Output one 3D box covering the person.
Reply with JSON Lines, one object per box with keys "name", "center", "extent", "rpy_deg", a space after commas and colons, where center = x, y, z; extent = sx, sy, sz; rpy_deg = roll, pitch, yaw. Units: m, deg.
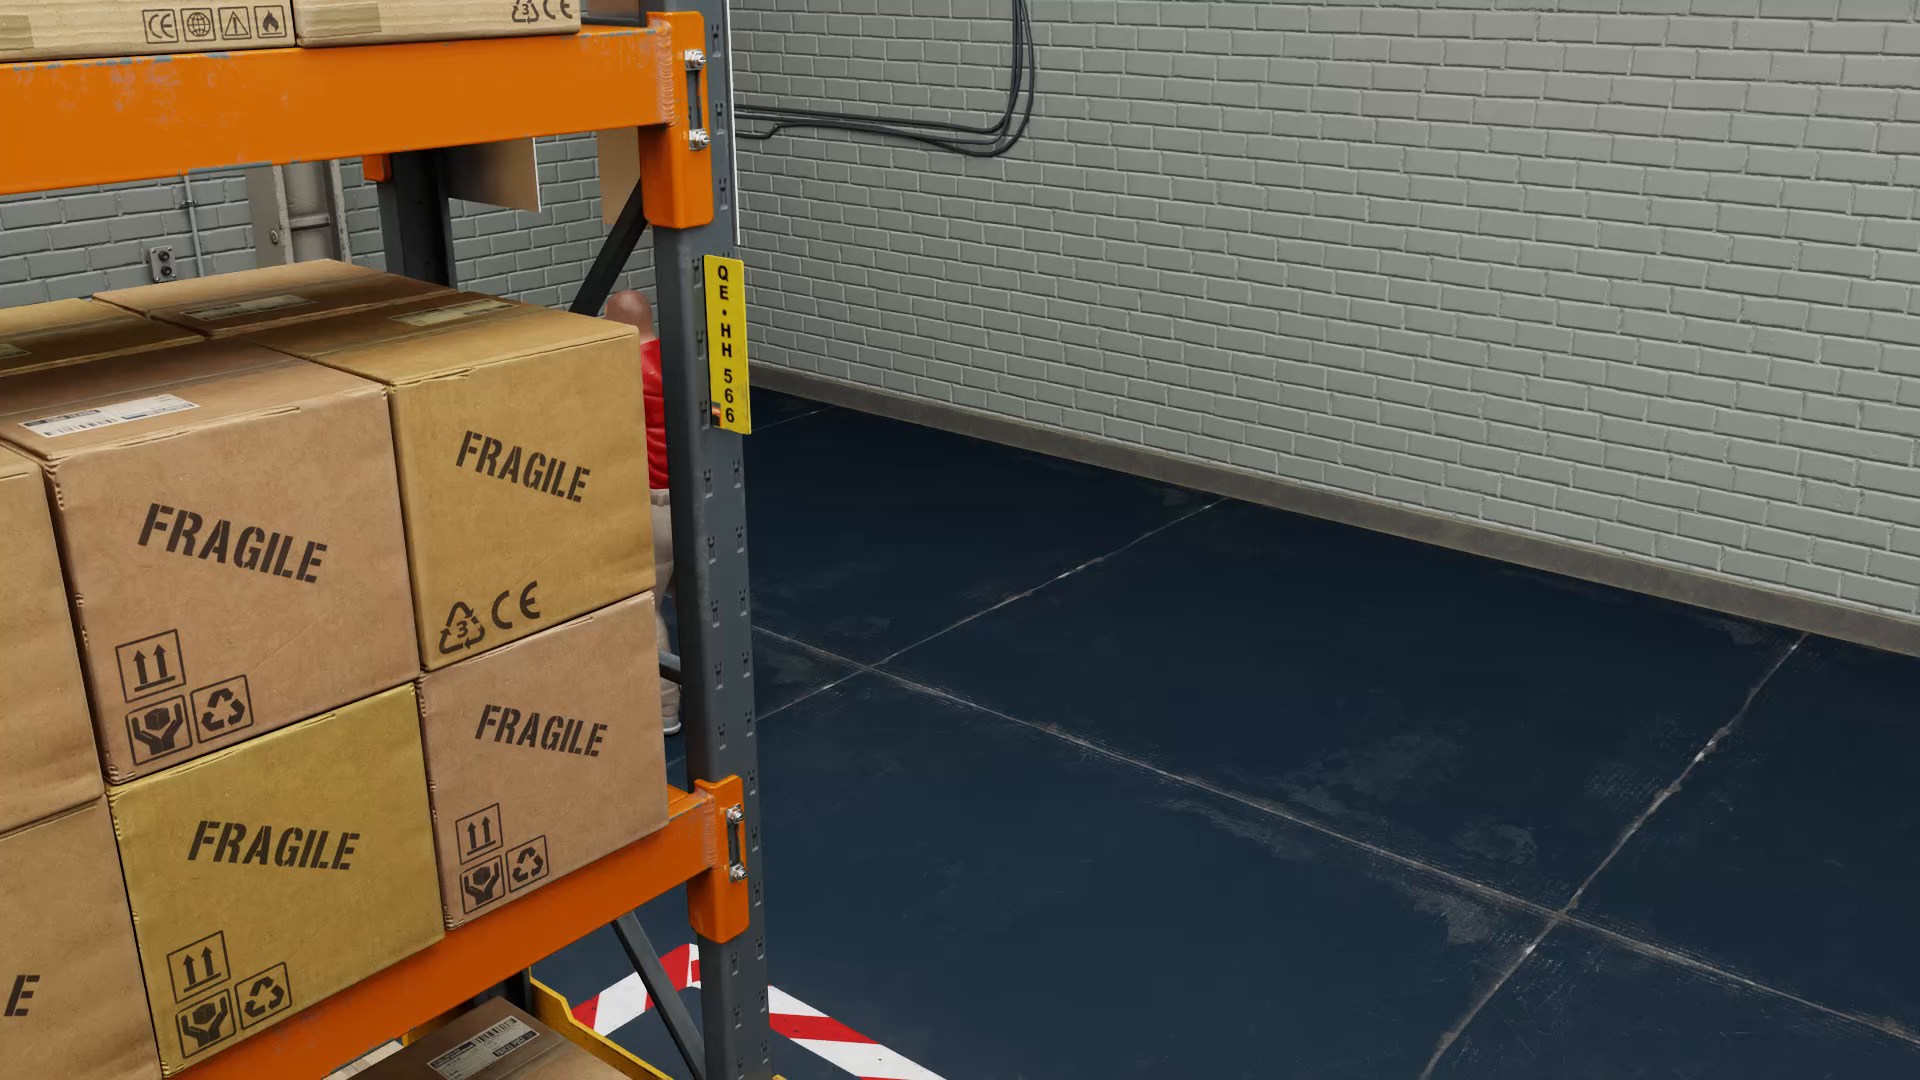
{"name": "person", "center": [-1.152, -0.103, 6.376], "extent": [0.393, 1.726, 0.605], "rpy_deg": [14, 24, 33]}
